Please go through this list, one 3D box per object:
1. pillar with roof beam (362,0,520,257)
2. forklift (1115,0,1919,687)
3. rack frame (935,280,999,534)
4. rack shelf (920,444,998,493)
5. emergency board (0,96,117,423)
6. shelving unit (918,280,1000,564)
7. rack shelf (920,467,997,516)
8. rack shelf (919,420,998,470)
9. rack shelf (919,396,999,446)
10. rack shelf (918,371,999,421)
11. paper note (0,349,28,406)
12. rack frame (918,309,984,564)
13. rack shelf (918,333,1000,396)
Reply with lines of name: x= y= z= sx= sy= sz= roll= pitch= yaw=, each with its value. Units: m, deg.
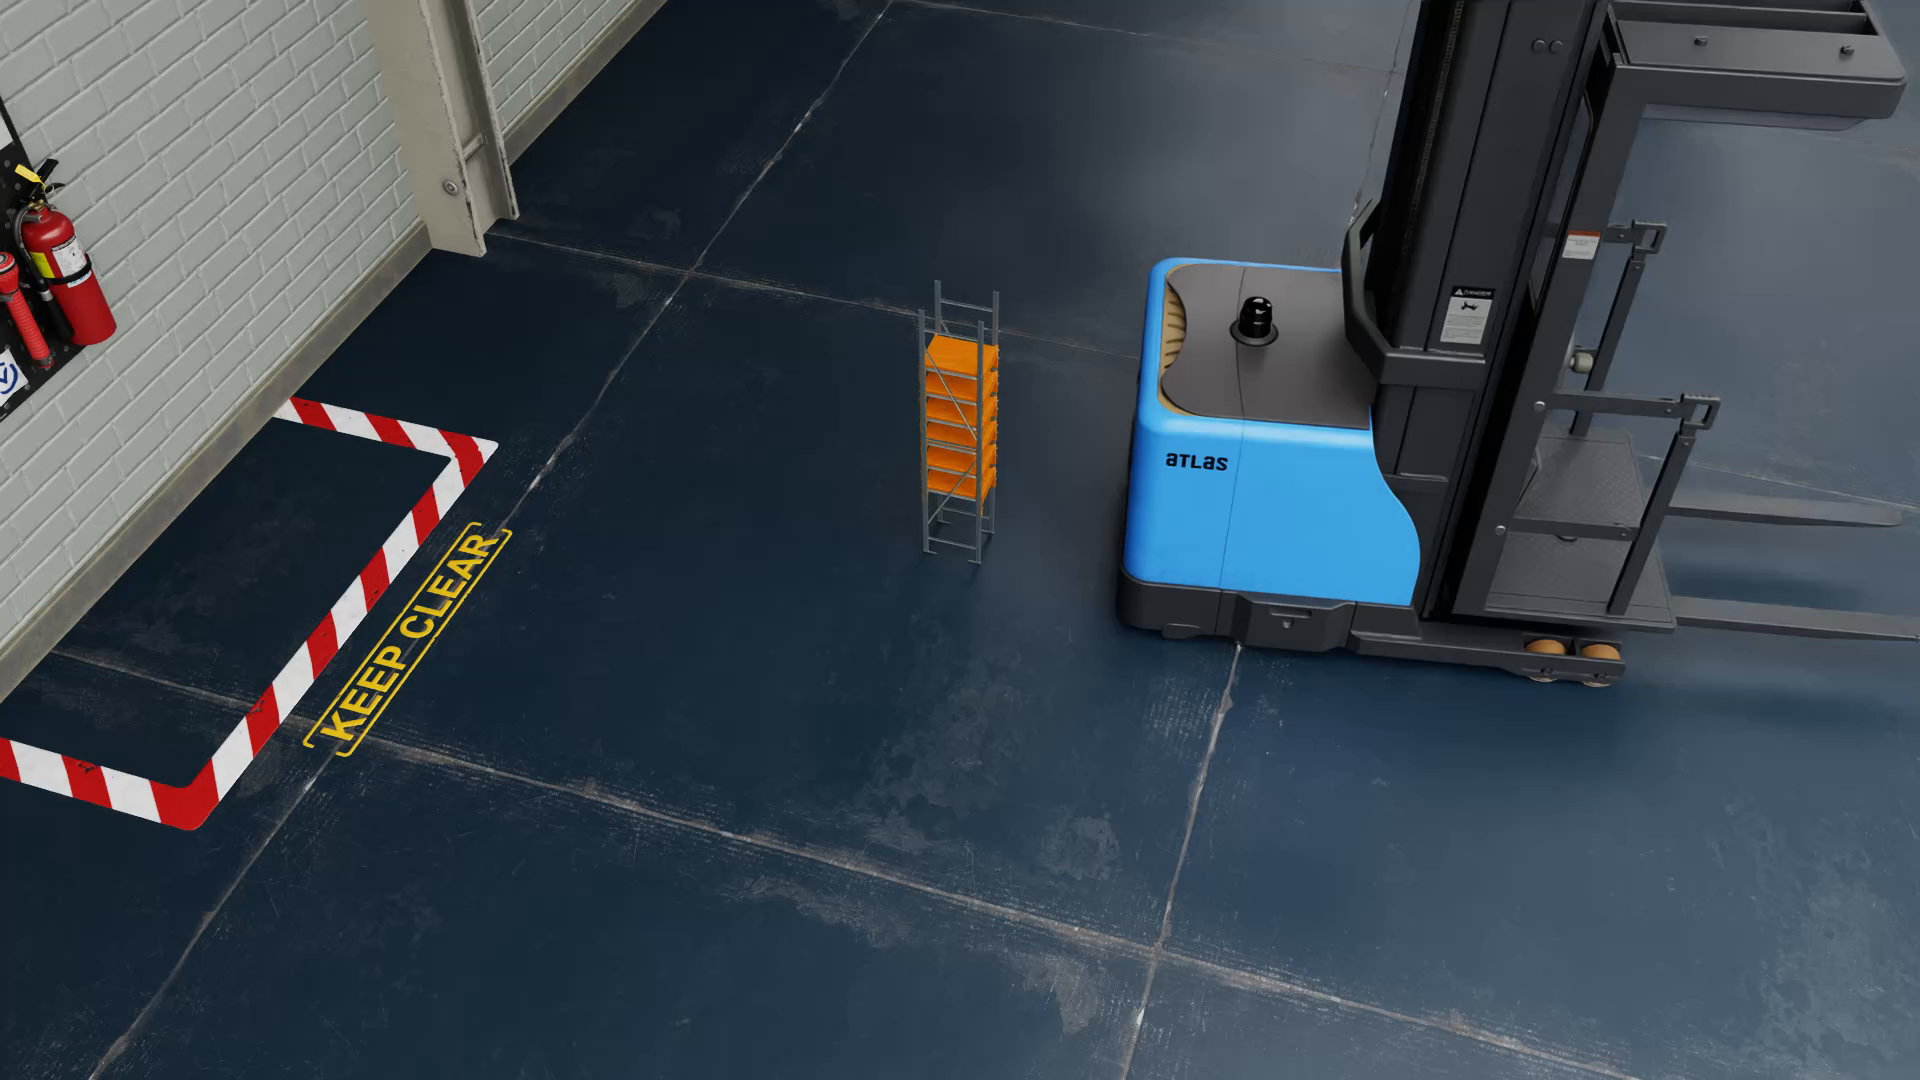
pillar with roof beam: x=1.665 y=-3.859 z=4.259 sx=9.100 sy=9.000 sz=0.400 roll=13 pitch=46 yaw=13
forklift: x=2.154 y=-0.899 z=5.573 sx=3.031 sy=2.935 sz=1.130 roll=5 pitch=45 yaw=5
rack frame: x=0.023 y=-0.480 z=6.383 sx=0.240 sy=1.200 sz=0.006 roll=13 pitch=46 yaw=12
rack shelf: x=-0.004 y=-0.302 z=6.436 sx=0.258 sy=0.103 sz=0.180 roll=13 pitch=46 yaw=12
emergency board: x=-3.223 y=-0.987 z=5.614 sx=0.194 sy=1.169 sz=0.643 roll=13 pitch=46 yaw=13
shelving unit: x=-0.004 y=-0.419 z=6.321 sx=0.258 sy=1.200 sz=0.189 roll=13 pitch=46 yaw=12
rack shelf: x=-0.004 y=-0.216 z=6.519 sx=0.258 sy=0.103 sz=0.180 roll=13 pitch=46 yaw=12
rack shelf: x=-0.004 y=-0.387 z=6.352 sx=0.258 sy=0.103 sz=0.180 roll=13 pitch=46 yaw=12
rack shelf: x=-0.004 y=-0.473 z=6.268 sx=0.258 sy=0.103 sz=0.180 roll=13 pitch=46 yaw=12
rack shelf: x=-0.004 y=-0.559 z=6.184 sx=0.258 sy=0.103 sz=0.180 roll=13 pitch=46 yaw=12
paper note: x=-3.342 y=-0.569 z=5.817 sx=0.016 sy=0.148 sz=0.142 roll=13 pitch=46 yaw=13
rack frame: x=-0.032 y=-0.358 z=6.258 sx=0.240 sy=1.200 sz=0.006 roll=13 pitch=46 yaw=12
rack shelf: x=-0.004 y=-0.645 z=6.100 sx=0.258 sy=0.103 sz=0.180 roll=13 pitch=46 yaw=12
